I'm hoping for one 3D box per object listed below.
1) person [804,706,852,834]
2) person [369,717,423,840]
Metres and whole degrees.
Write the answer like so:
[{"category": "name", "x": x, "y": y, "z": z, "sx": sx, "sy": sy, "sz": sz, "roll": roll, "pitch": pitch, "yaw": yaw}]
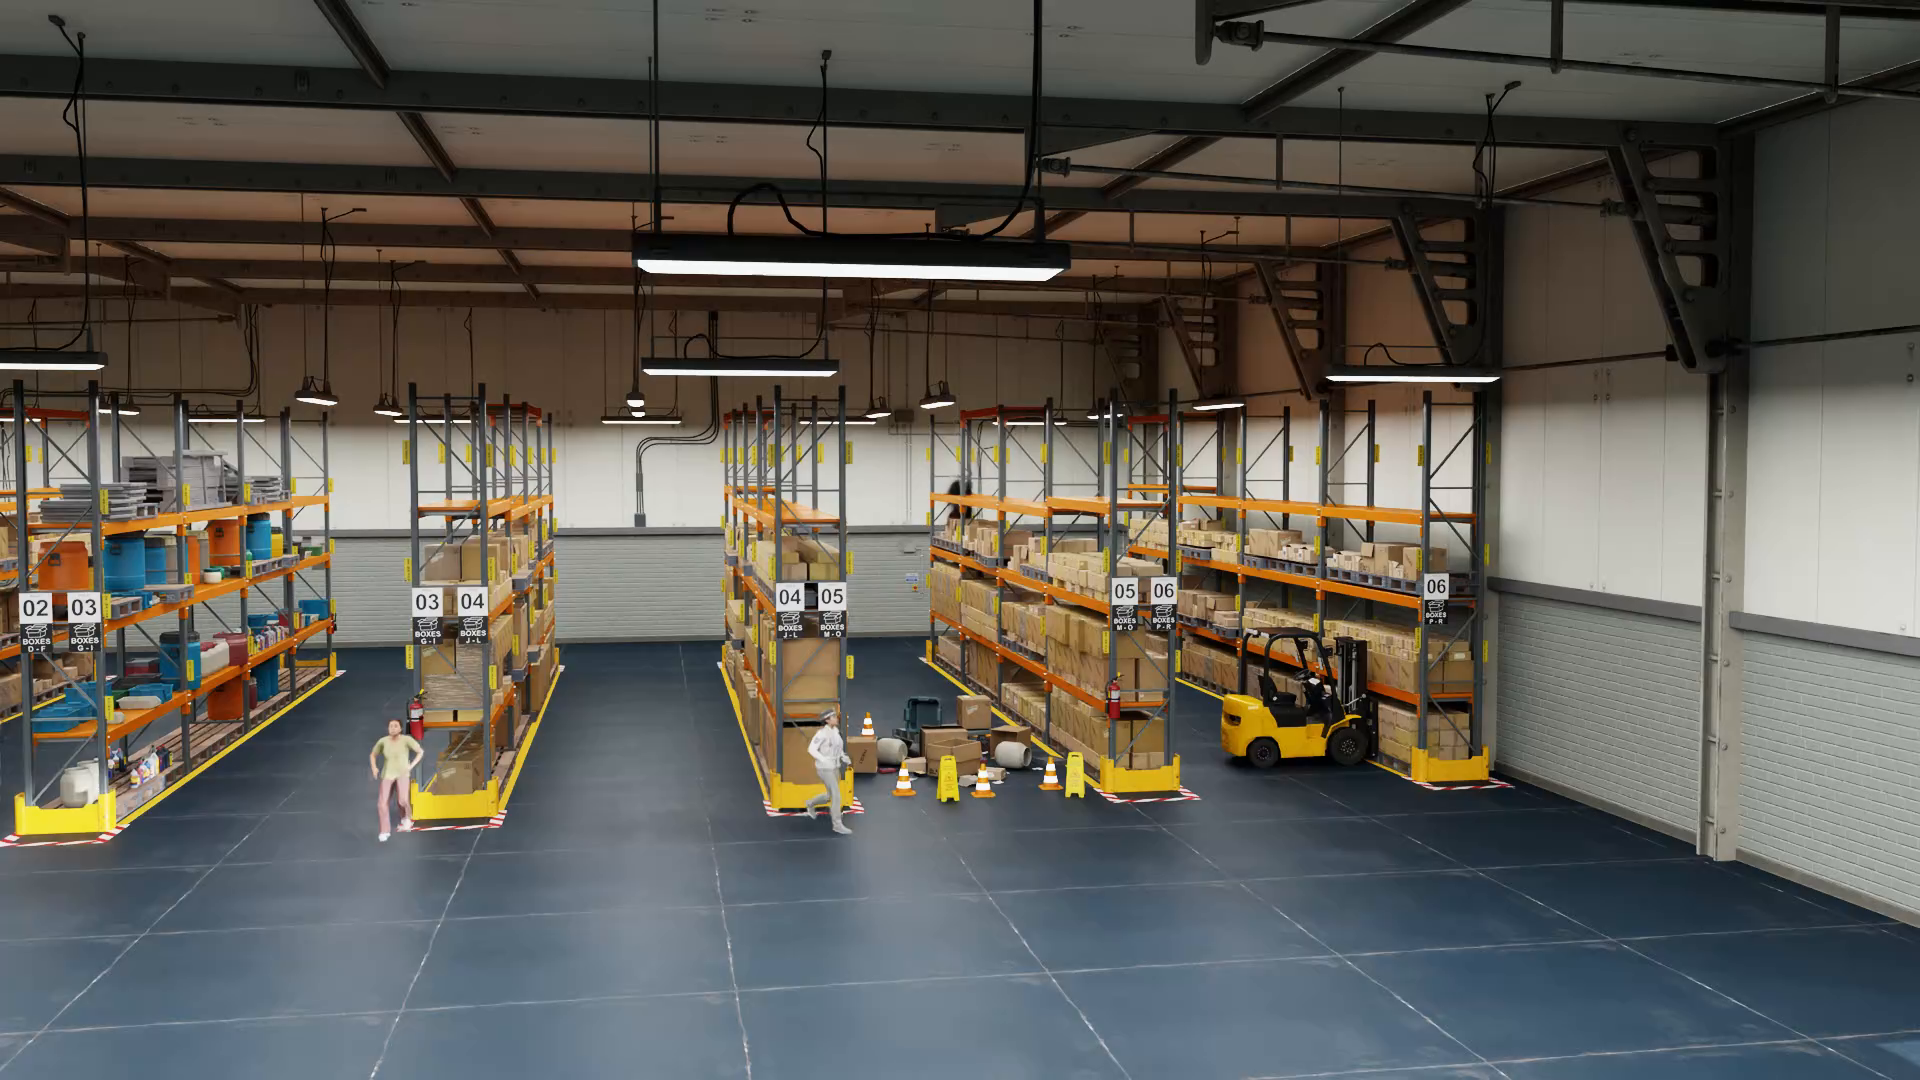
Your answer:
[{"category": "person", "x": -1.791, "y": 3.054, "z": 22.154, "sx": 0.763, "sy": 1.695, "sz": 0.620, "roll": 1, "pitch": 3, "yaw": 26}, {"category": "person", "x": -7.361, "y": 3.124, "z": 21.692, "sx": 0.673, "sy": 1.629, "sz": 0.533, "roll": -1, "pitch": 3, "yaw": -13}]
